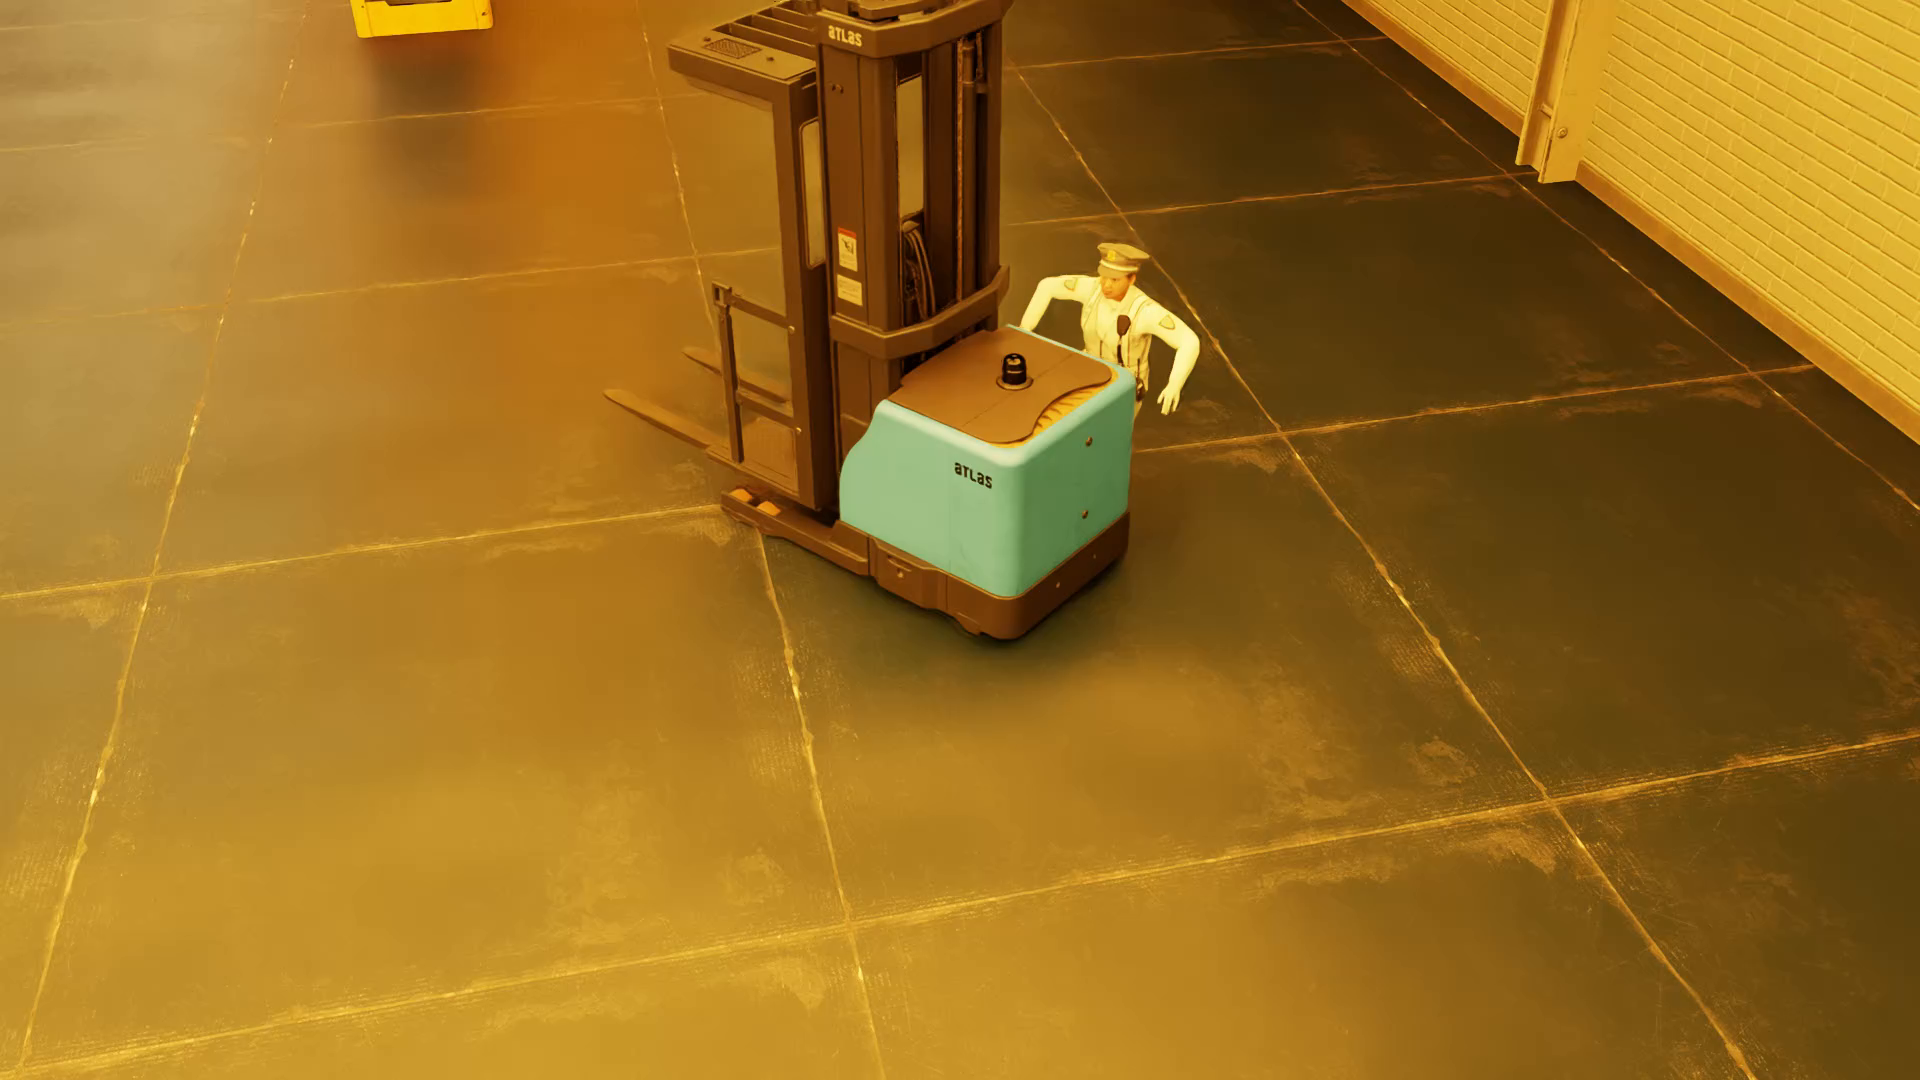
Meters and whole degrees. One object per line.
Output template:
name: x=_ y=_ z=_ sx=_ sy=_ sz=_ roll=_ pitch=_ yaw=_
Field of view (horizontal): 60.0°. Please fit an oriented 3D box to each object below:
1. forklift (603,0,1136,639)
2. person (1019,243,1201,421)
forklift: x=-0.619 y=-1.433 z=8.041 sx=3.031 sy=2.935 sz=1.130 roll=25 pitch=43 yaw=31
person: x=0.637 y=-0.706 z=8.226 sx=0.961 sy=1.525 sz=0.767 roll=27 pitch=44 yaw=32
